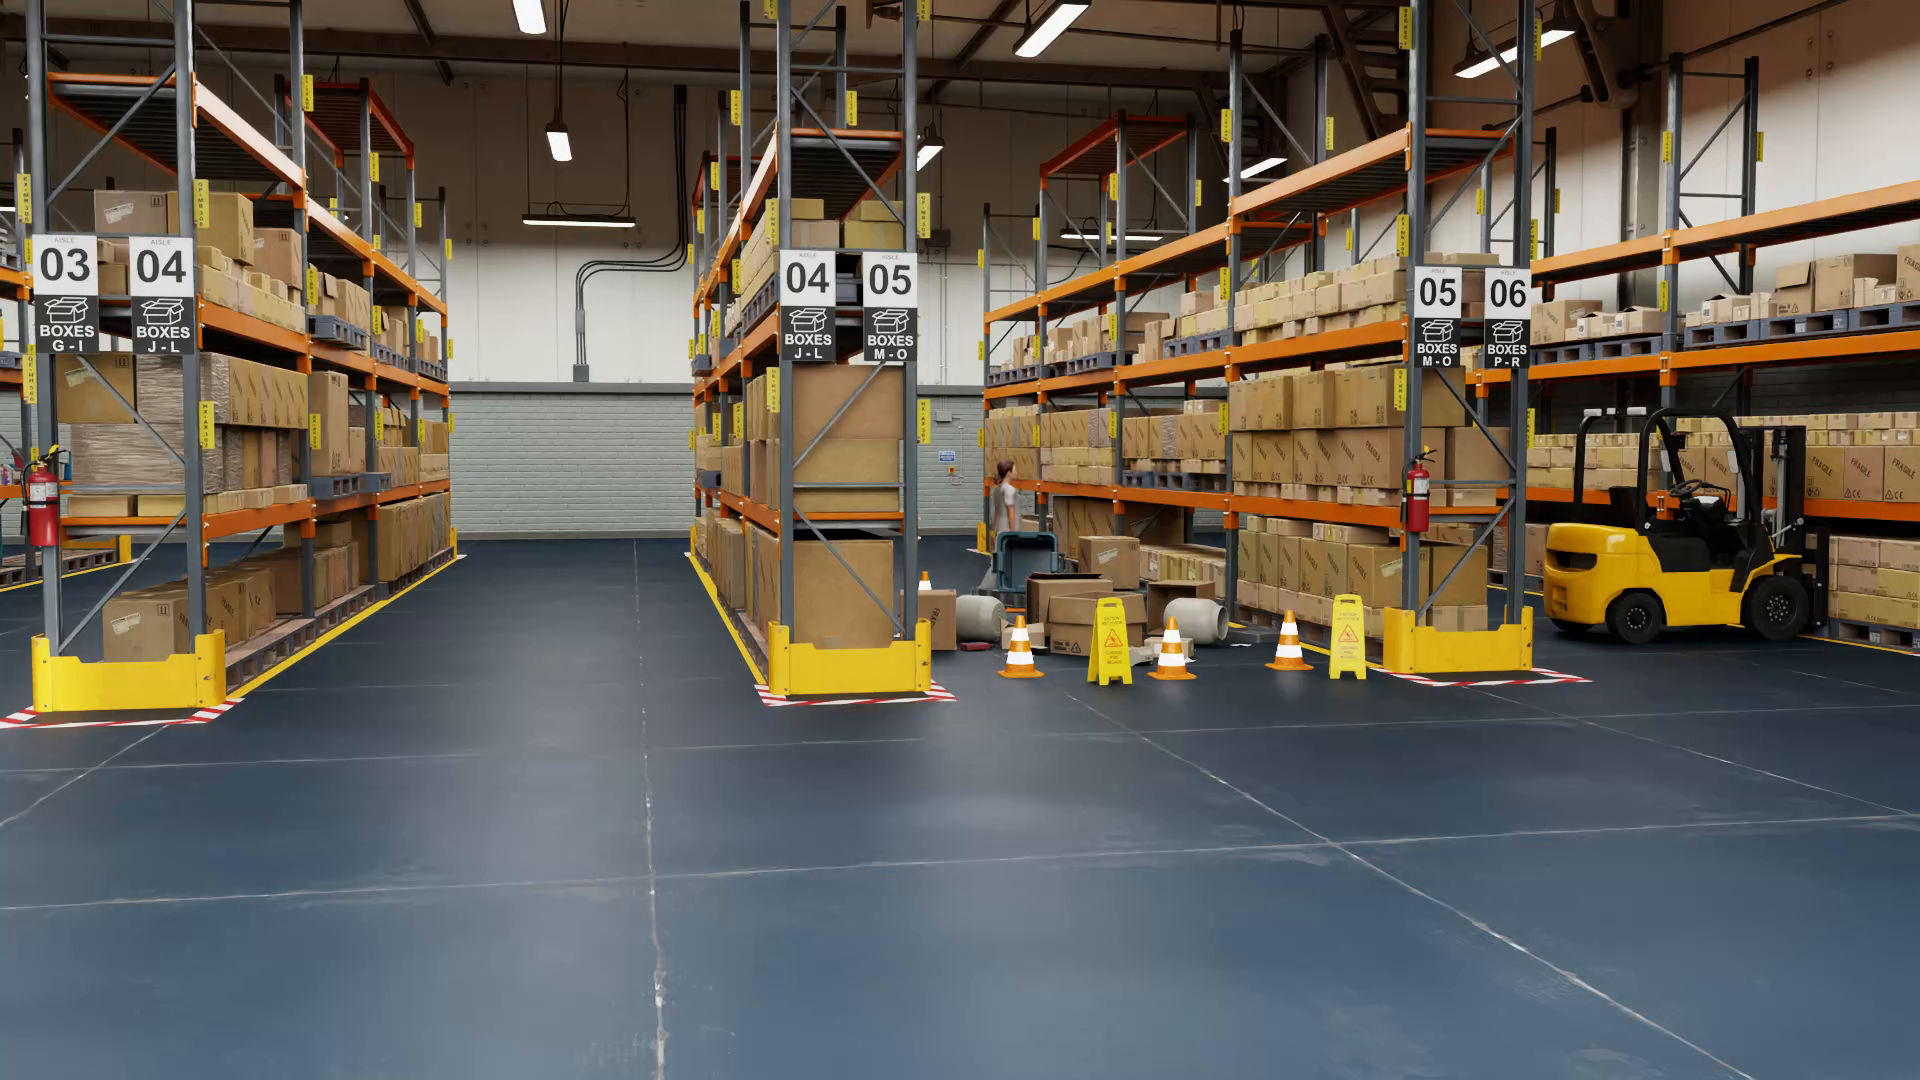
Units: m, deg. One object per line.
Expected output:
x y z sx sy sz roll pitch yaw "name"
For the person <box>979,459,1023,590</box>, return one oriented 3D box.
0.545 -0.064 18.401 0.848 1.653 0.454 -1 3 -15 "person"
